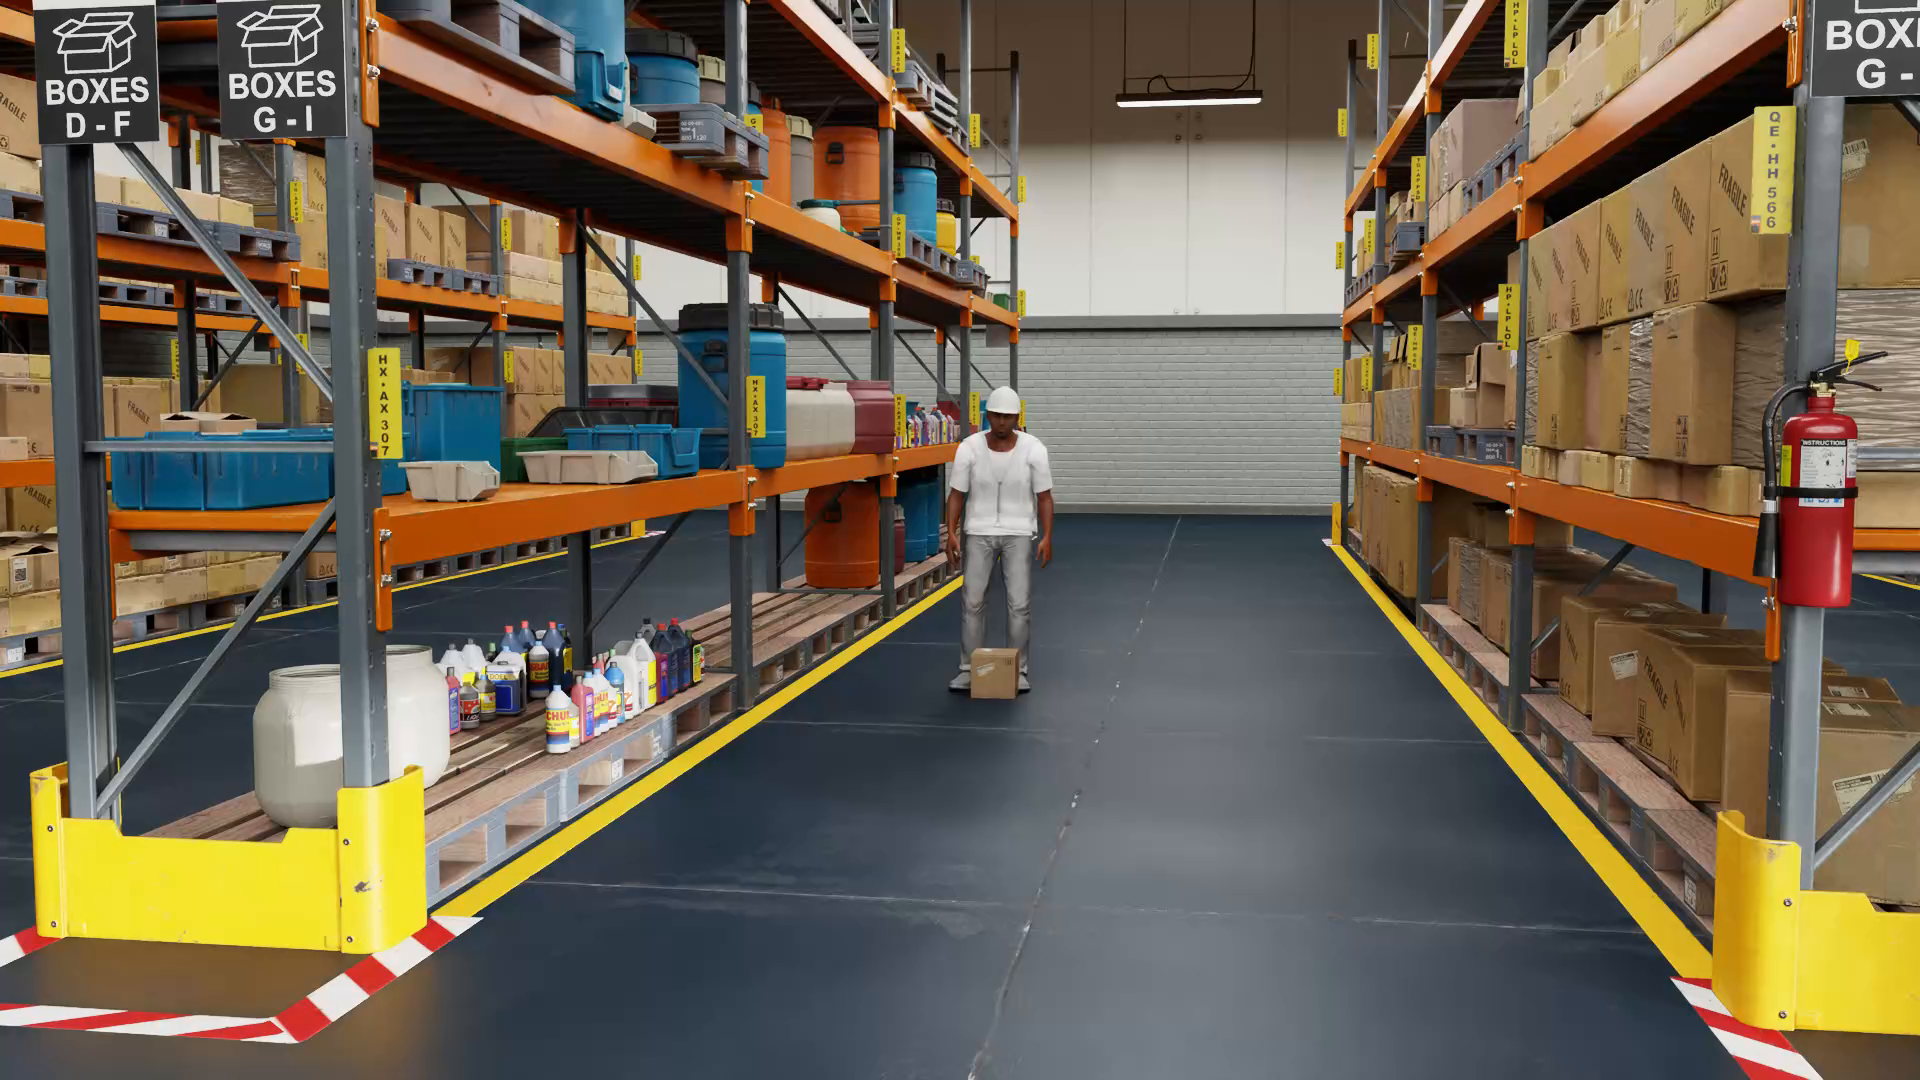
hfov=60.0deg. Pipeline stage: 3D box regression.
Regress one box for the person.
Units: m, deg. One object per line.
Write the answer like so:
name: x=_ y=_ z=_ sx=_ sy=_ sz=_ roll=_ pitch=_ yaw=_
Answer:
person: x=0.227 y=-0.006 z=9.647 sx=0.628 sy=1.755 sz=0.462 roll=0 pitch=4 yaw=6
